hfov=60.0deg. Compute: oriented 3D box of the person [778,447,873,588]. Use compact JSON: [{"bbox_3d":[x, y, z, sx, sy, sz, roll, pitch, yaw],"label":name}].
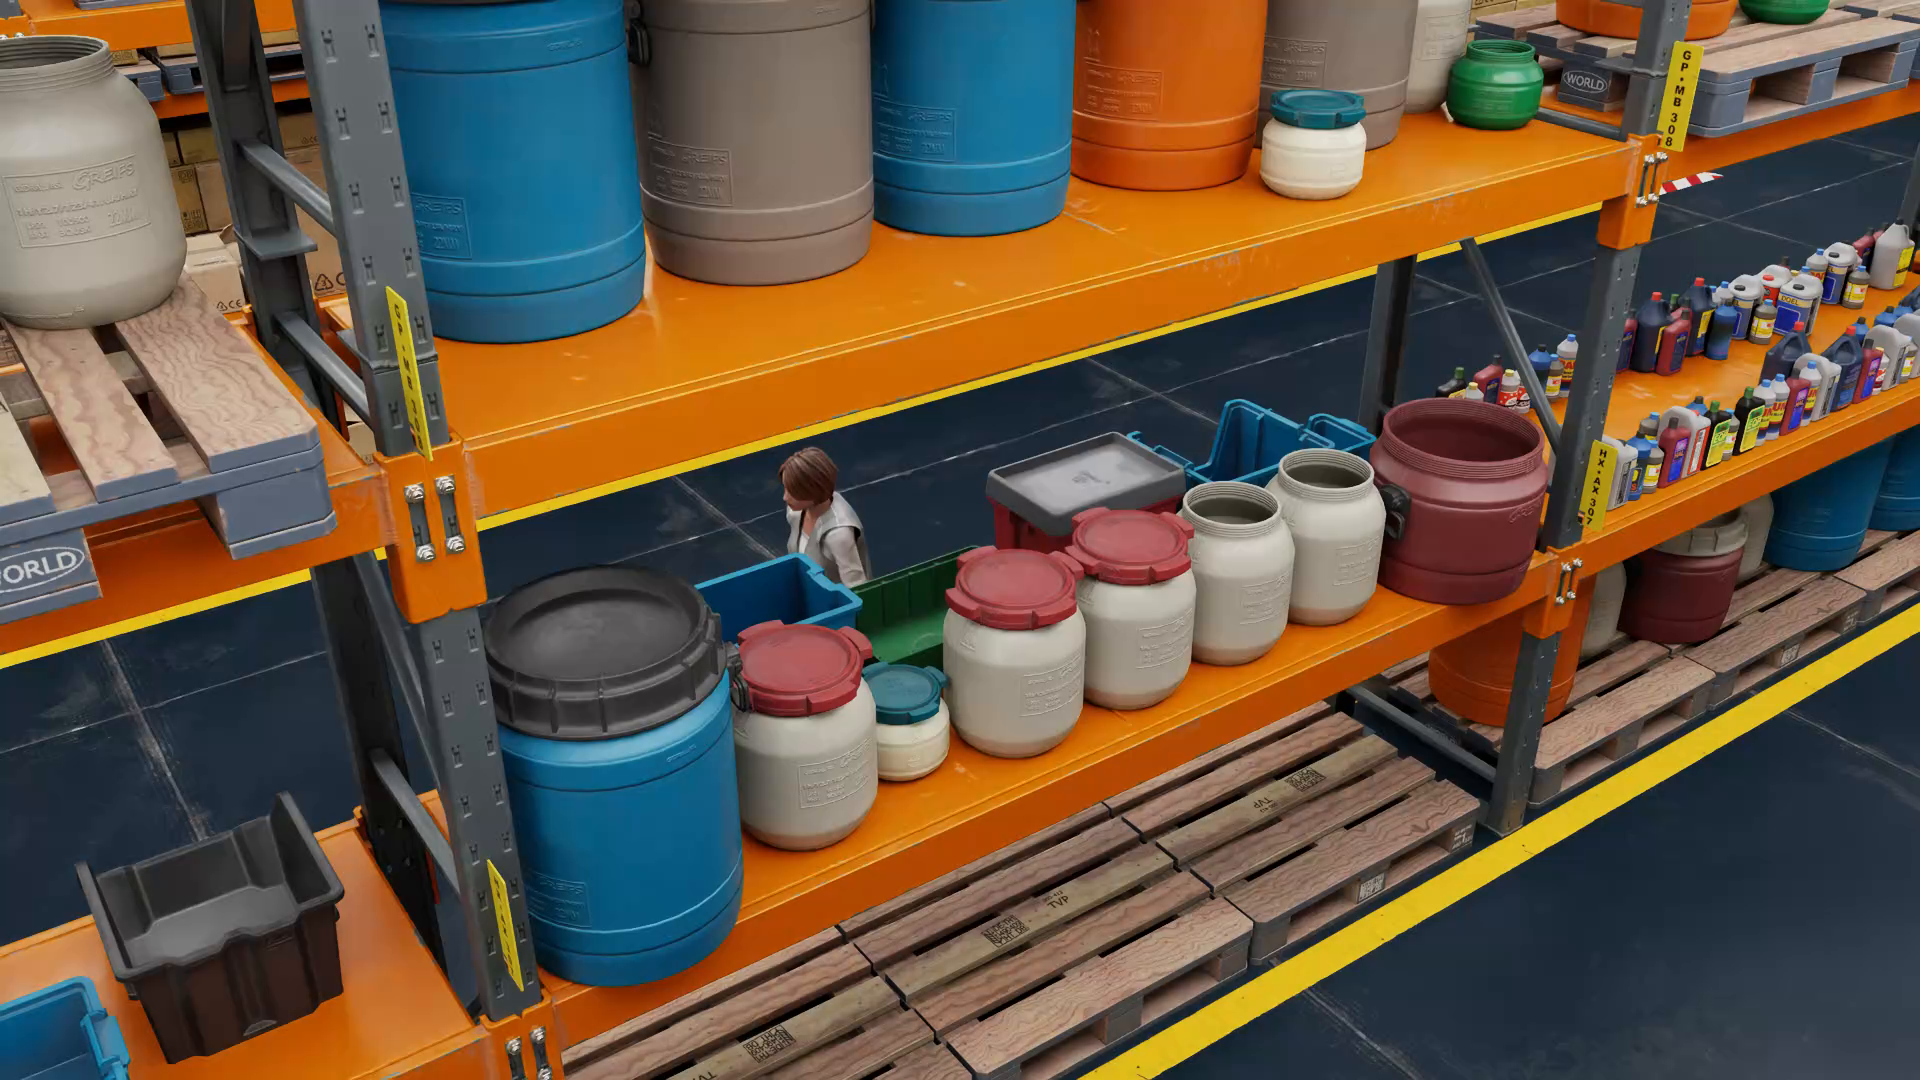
[{"bbox_3d":[-0.519,0.347,6.511,0.343,1.593,0.461,-19,34,-30],"label":"person"}]
